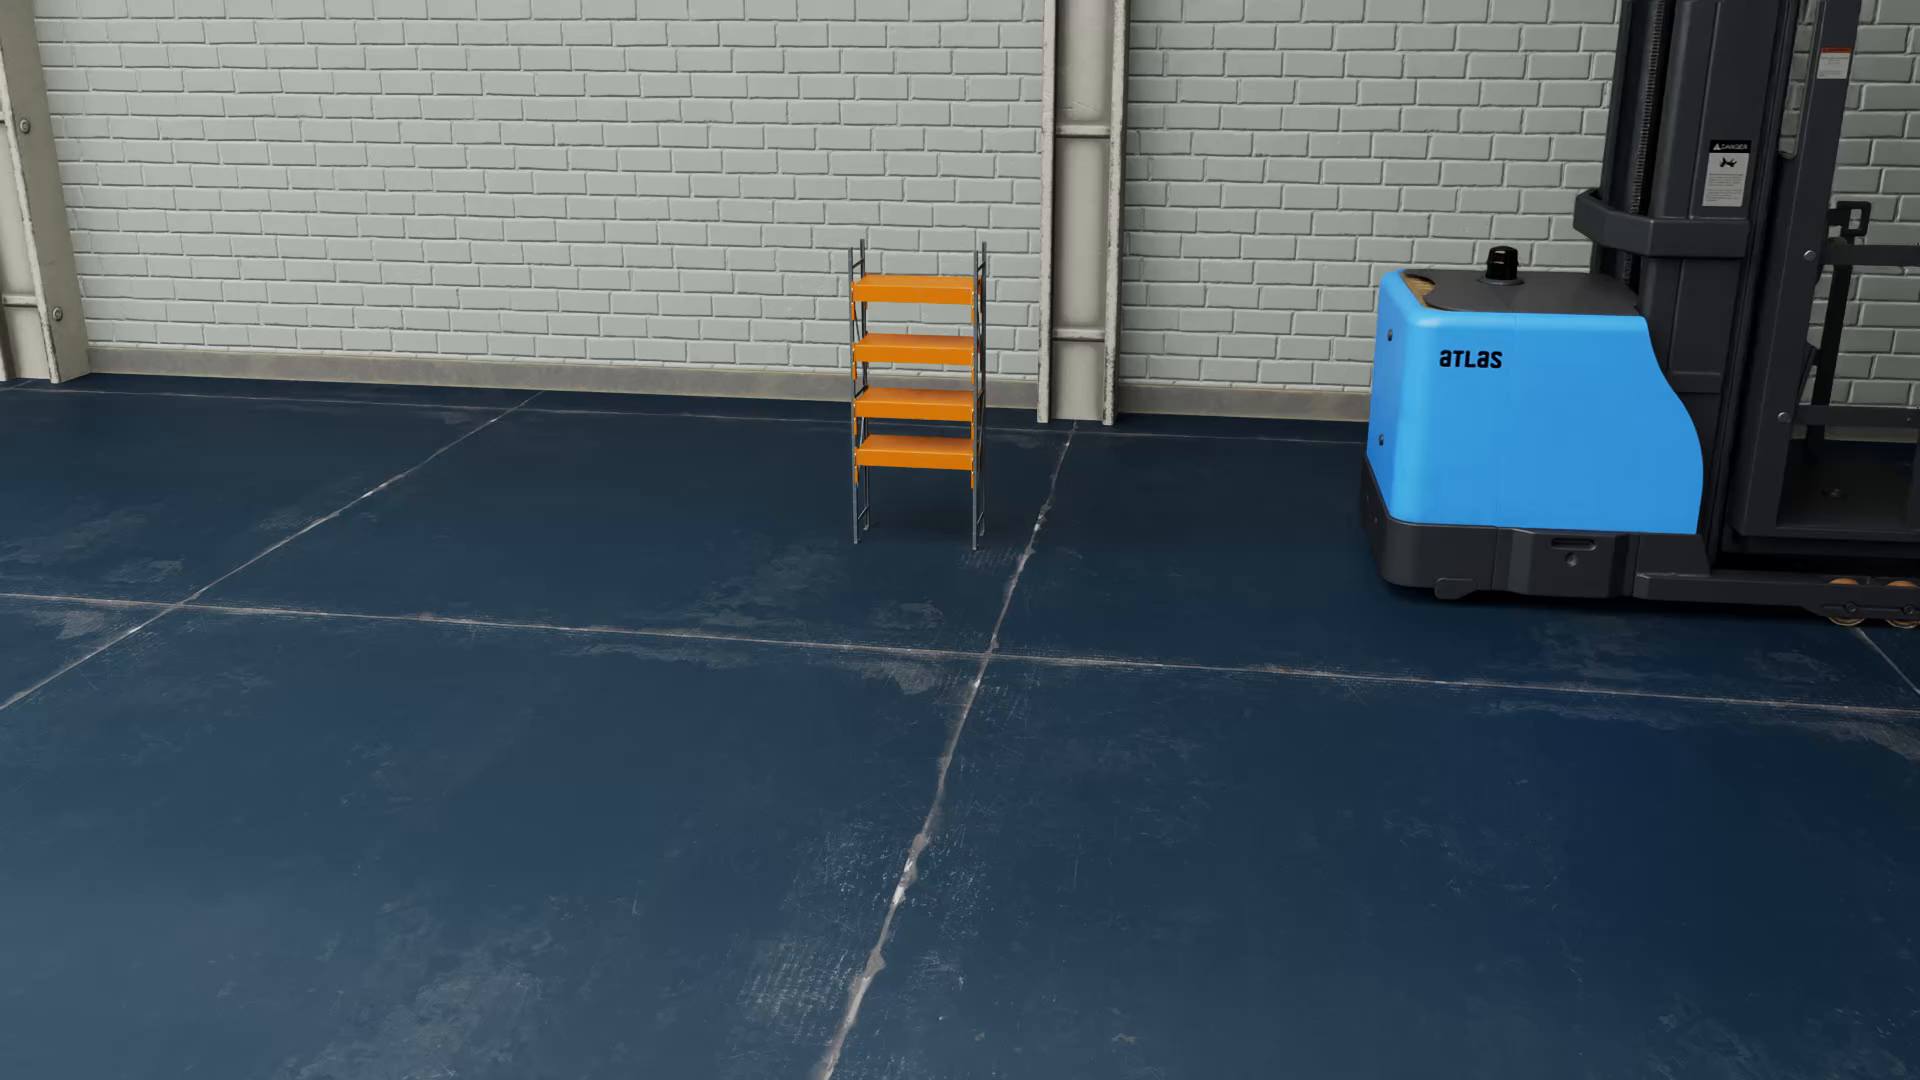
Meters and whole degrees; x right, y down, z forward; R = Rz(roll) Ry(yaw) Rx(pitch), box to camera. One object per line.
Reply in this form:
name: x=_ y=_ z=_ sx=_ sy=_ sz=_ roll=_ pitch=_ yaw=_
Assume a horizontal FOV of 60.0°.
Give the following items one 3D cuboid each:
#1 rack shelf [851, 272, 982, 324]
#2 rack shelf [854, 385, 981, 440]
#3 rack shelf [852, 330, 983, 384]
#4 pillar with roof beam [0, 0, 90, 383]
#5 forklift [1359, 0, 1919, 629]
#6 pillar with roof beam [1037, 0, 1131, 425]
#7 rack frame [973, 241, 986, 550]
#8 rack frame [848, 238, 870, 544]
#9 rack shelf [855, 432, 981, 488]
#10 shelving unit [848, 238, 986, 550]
rack shelf: x=-0.163 y=-0.950 z=6.513 sx=0.480 sy=0.148 sz=0.258 roll=3 pitch=19 yaw=9
rack shelf: x=-0.163 y=-0.514 z=6.659 sx=0.480 sy=0.148 sz=0.258 roll=3 pitch=19 yaw=9
rack shelf: x=-0.163 y=-0.726 z=6.588 sx=0.480 sy=0.148 sz=0.258 roll=3 pitch=19 yaw=9
pillar with roof beam: x=-5.986 y=-3.871 z=4.189 sx=0.400 sy=9.000 sz=9.100 roll=3 pitch=19 yaw=9
forklift: x=3.119 y=-1.257 z=5.940 sx=3.031 sy=2.935 sz=1.130 roll=2 pitch=19 yaw=7
pillar with roof beam: x=-0.062 y=-3.569 z=3.287 sx=0.400 sy=9.000 sz=9.100 roll=3 pitch=19 yaw=9
rack frame: x=0.077 y=-0.565 z=6.601 sx=0.015 sy=1.200 sz=0.240 roll=3 pitch=19 yaw=9
rack frame: x=-0.404 y=-0.590 z=6.674 sx=0.015 sy=1.200 sz=0.240 roll=3 pitch=19 yaw=9
rack shelf: x=-0.163 y=-0.325 z=6.722 sx=0.480 sy=0.148 sz=0.258 roll=3 pitch=19 yaw=9
shelving unit: x=-0.163 y=-0.577 z=6.638 sx=0.503 sy=1.200 sz=0.258 roll=3 pitch=19 yaw=9
